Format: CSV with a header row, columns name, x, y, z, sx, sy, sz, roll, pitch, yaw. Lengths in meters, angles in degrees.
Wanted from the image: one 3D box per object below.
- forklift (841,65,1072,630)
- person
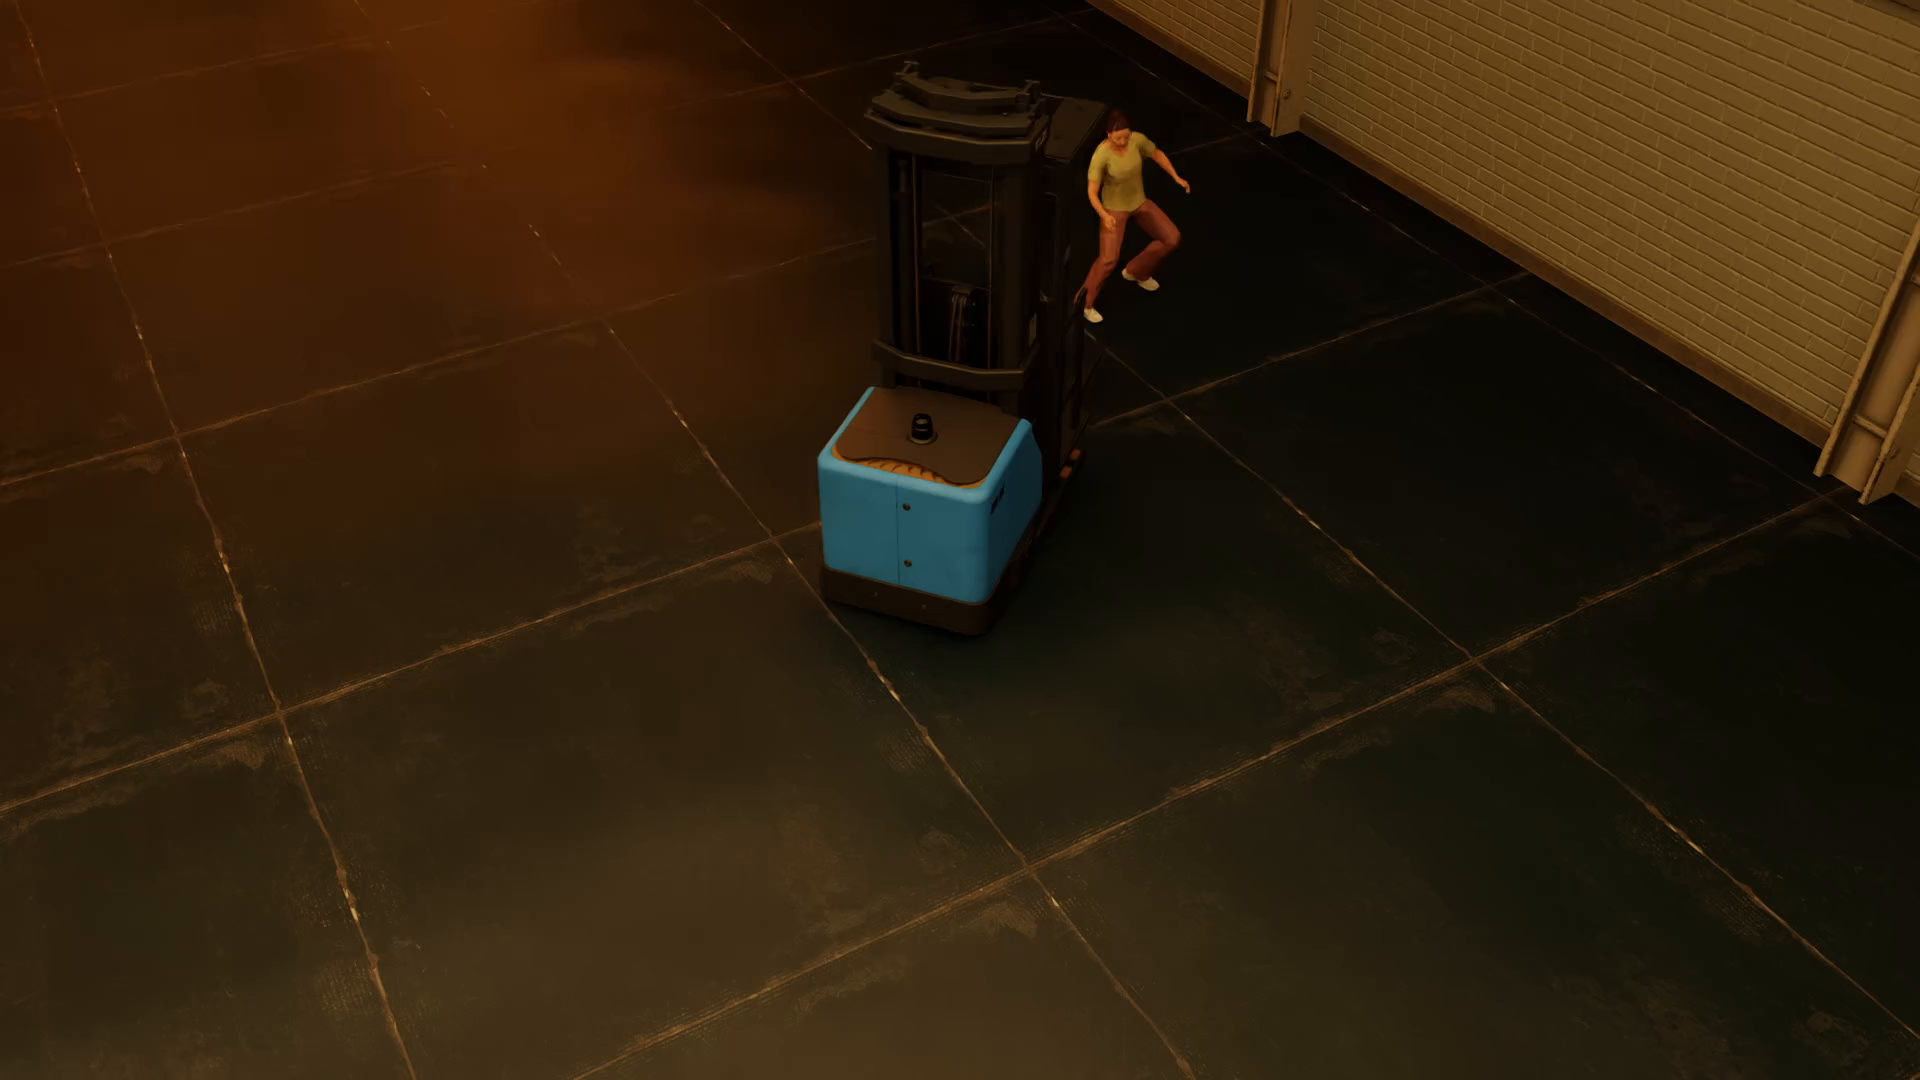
name,x,y,z,sx,sy,sz,roll,pitch,yaw
forklift,0.046,-1.547,9.902,1.130,2.935,3.031,5,40,6
person,1.412,-2.362,12.043,1.131,1.450,0.610,-6,40,-7
